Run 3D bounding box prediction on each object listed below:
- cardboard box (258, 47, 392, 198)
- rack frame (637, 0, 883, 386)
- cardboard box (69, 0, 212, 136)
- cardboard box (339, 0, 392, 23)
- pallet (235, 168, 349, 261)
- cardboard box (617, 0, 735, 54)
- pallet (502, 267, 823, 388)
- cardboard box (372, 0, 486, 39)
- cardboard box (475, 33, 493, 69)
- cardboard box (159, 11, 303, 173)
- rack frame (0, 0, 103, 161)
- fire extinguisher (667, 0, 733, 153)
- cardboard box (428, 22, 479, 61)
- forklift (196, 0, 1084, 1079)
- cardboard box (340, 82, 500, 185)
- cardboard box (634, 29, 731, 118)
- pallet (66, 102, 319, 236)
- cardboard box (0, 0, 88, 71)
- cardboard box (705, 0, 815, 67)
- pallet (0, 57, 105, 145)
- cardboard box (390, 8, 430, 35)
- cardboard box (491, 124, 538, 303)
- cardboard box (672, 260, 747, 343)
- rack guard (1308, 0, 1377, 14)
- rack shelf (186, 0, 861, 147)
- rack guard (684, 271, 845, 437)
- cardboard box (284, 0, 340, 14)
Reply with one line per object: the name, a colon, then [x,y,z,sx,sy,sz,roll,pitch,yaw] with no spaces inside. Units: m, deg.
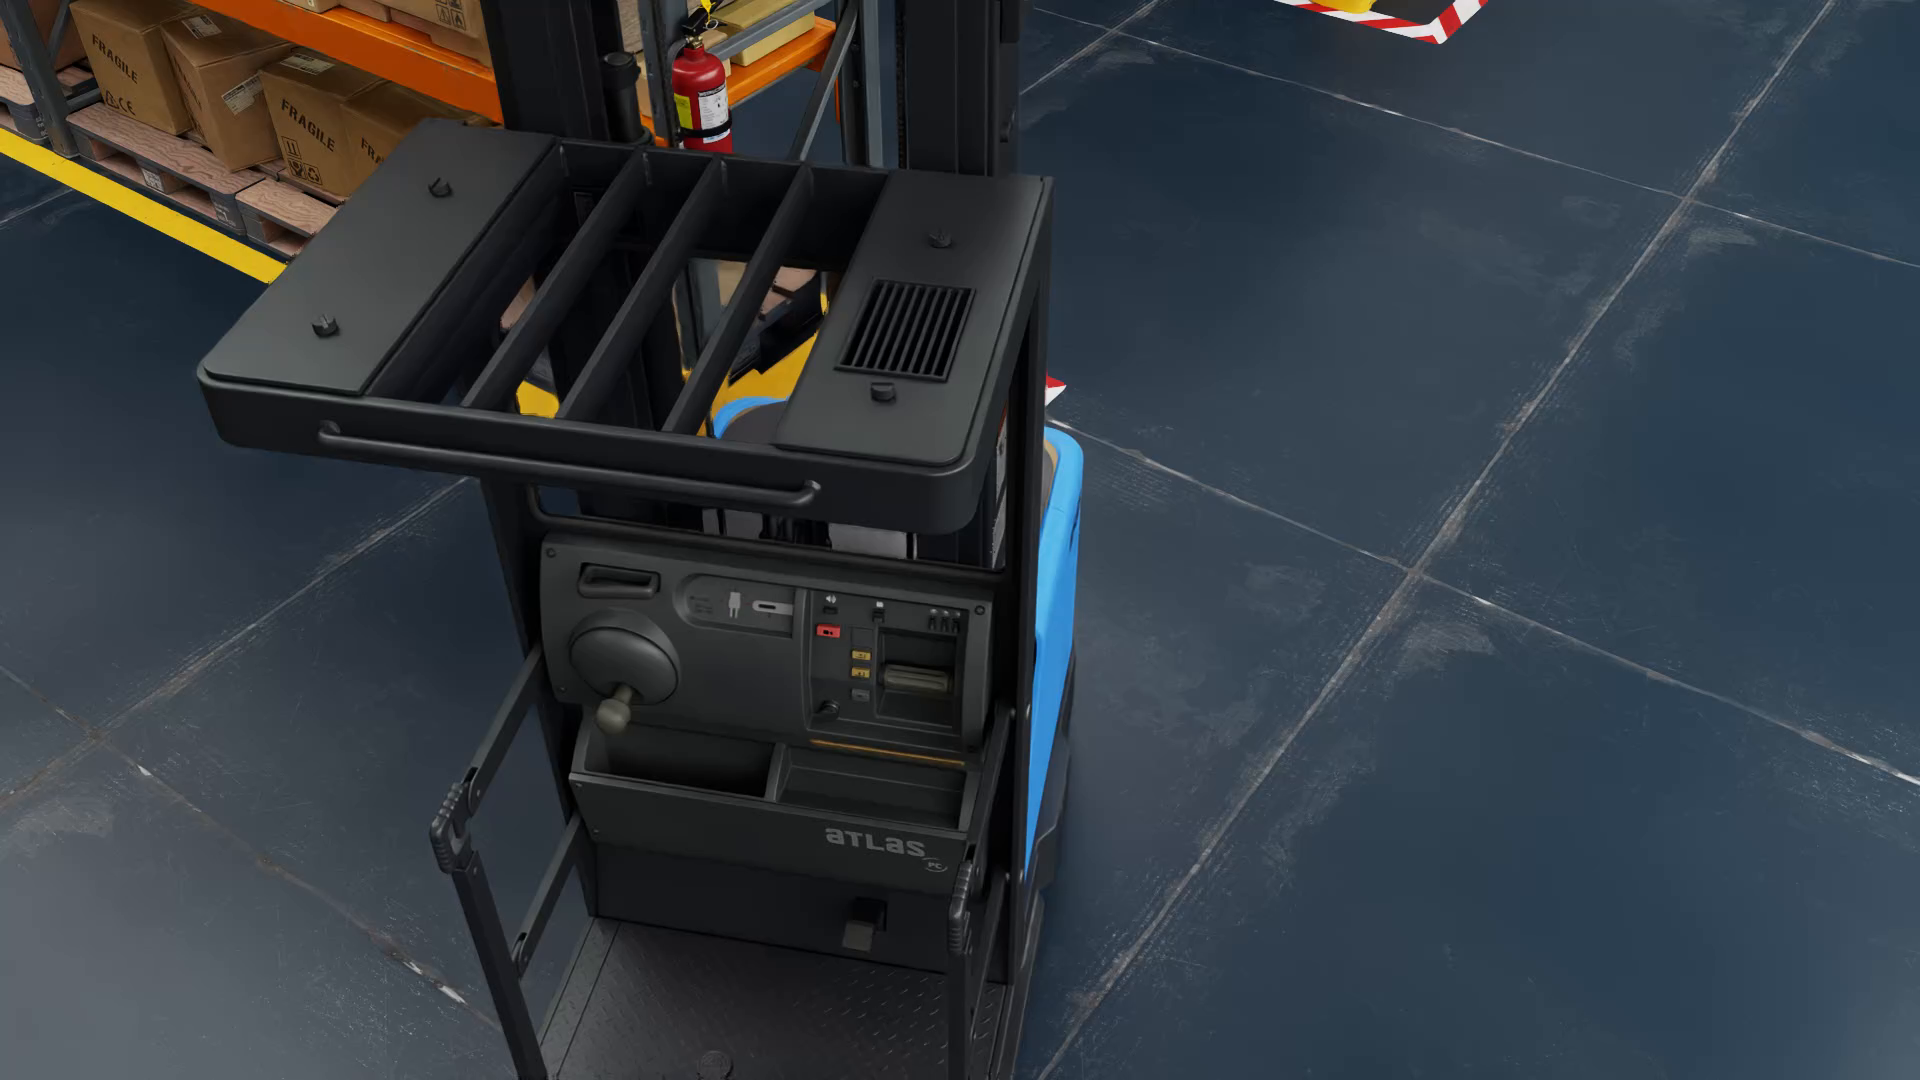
cardboard box: [-2.559,-1.812,7.085,0.500,0.500,0.500,21,46,22]
rack frame: [-0.615,-1.640,5.333,0.127,3.000,1.000,25,48,25]
cardboard box: [-3.586,-2.222,7.543,0.500,0.500,0.500,24,47,24]
cardboard box: [-2.000,-2.013,5.938,0.250,0.149,0.380,25,48,25]
pallet: [-2.317,-1.428,7.187,1.213,0.211,1.003,25,48,25]
cardboard box: [-1.050,-2.014,5.453,0.500,0.500,0.875,25,48,25]
pallet: [-1.322,-0.960,6.665,1.213,0.211,1.003,25,48,25]
cardboard box: [-1.528,-2.140,5.594,0.500,0.500,0.875,25,48,25]
cardboard box: [-1.406,-1.707,5.596,0.250,0.149,0.380,25,48,25]
cardboard box: [-3.112,-2.006,7.303,0.500,0.500,0.500,-26,48,-26]
rack frame: [-3.890,-3.172,7.045,0.127,3.000,1.000,25,48,25]
fire extinguisher: [-0.786,-1.316,5.029,0.183,0.674,0.296,25,48,25]
cardboard box: [-1.601,-1.811,5.713,0.250,0.149,0.380,25,48,25]
forklift: [-0.437,0.315,3.200,1.130,2.935,3.031,7,42,8]
cardboard box: [-2.128,-1.574,6.819,0.500,0.500,0.500,30,50,29]
cardboard box: [-0.967,-1.543,5.413,0.250,0.149,0.380,25,48,25]
pallet: [-3.320,-1.895,7.709,1.213,0.211,1.003,25,48,25]
cardboard box: [-4.380,-2.651,8.008,0.500,0.500,0.700,22,46,22]
cardboard box: [-0.712,-1.786,5.685,0.250,0.149,0.380,25,48,25]
pallet: [-4.528,-2.430,8.307,1.213,0.211,1.003,25,48,25]
cardboard box: [-1.782,-1.929,5.845,0.250,0.149,0.380,25,48,25]
cardboard box: [-1.626,-1.323,6.539,0.500,0.500,0.500,-29,49,-28]
cardboard box: [-1.117,-1.113,6.304,0.500,0.500,0.500,-33,51,-31]
rack guard: [2.335,-3.369,9.140,0.348,0.500,1.175,25,48,25]
rack shelf: [-2.253,-2.138,6.429,4.000,0.370,1.077,25,48,25]
rack guard: [-0.677,-0.738,6.199,0.348,0.500,1.175,25,48,25]
cardboard box: [-2.255,-2.060,5.991,0.250,0.149,0.380,25,48,25]
